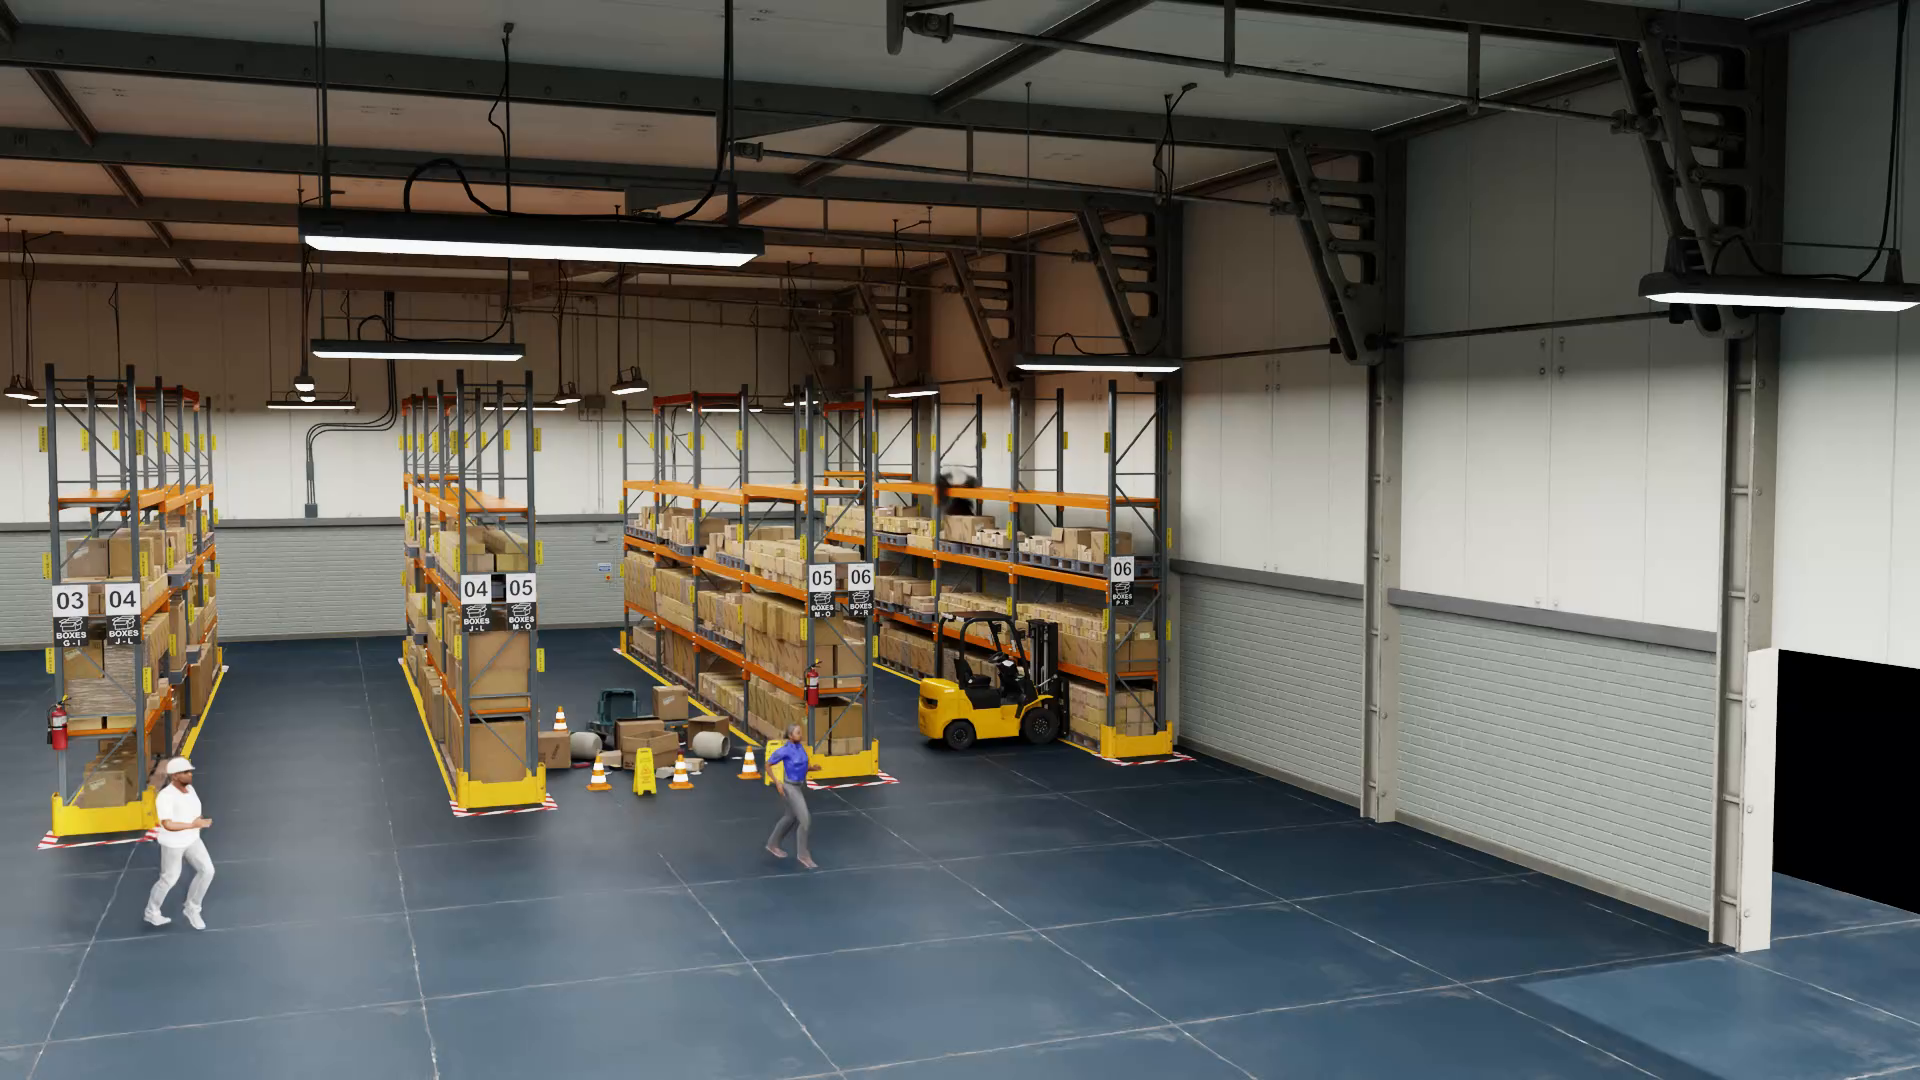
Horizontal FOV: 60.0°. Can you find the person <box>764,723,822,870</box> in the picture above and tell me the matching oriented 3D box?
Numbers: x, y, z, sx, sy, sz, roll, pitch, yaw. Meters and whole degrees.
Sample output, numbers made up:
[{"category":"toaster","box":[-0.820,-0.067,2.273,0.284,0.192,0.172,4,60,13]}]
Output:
[{"category":"person","box":[-1.980,3.023,19.698,0.761,1.718,0.547,1,4,19]}]

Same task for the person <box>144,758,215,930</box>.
[{"category":"person","box":[-7.984,3.129,17.045,0.823,1.808,0.654,1,3,12]}]
